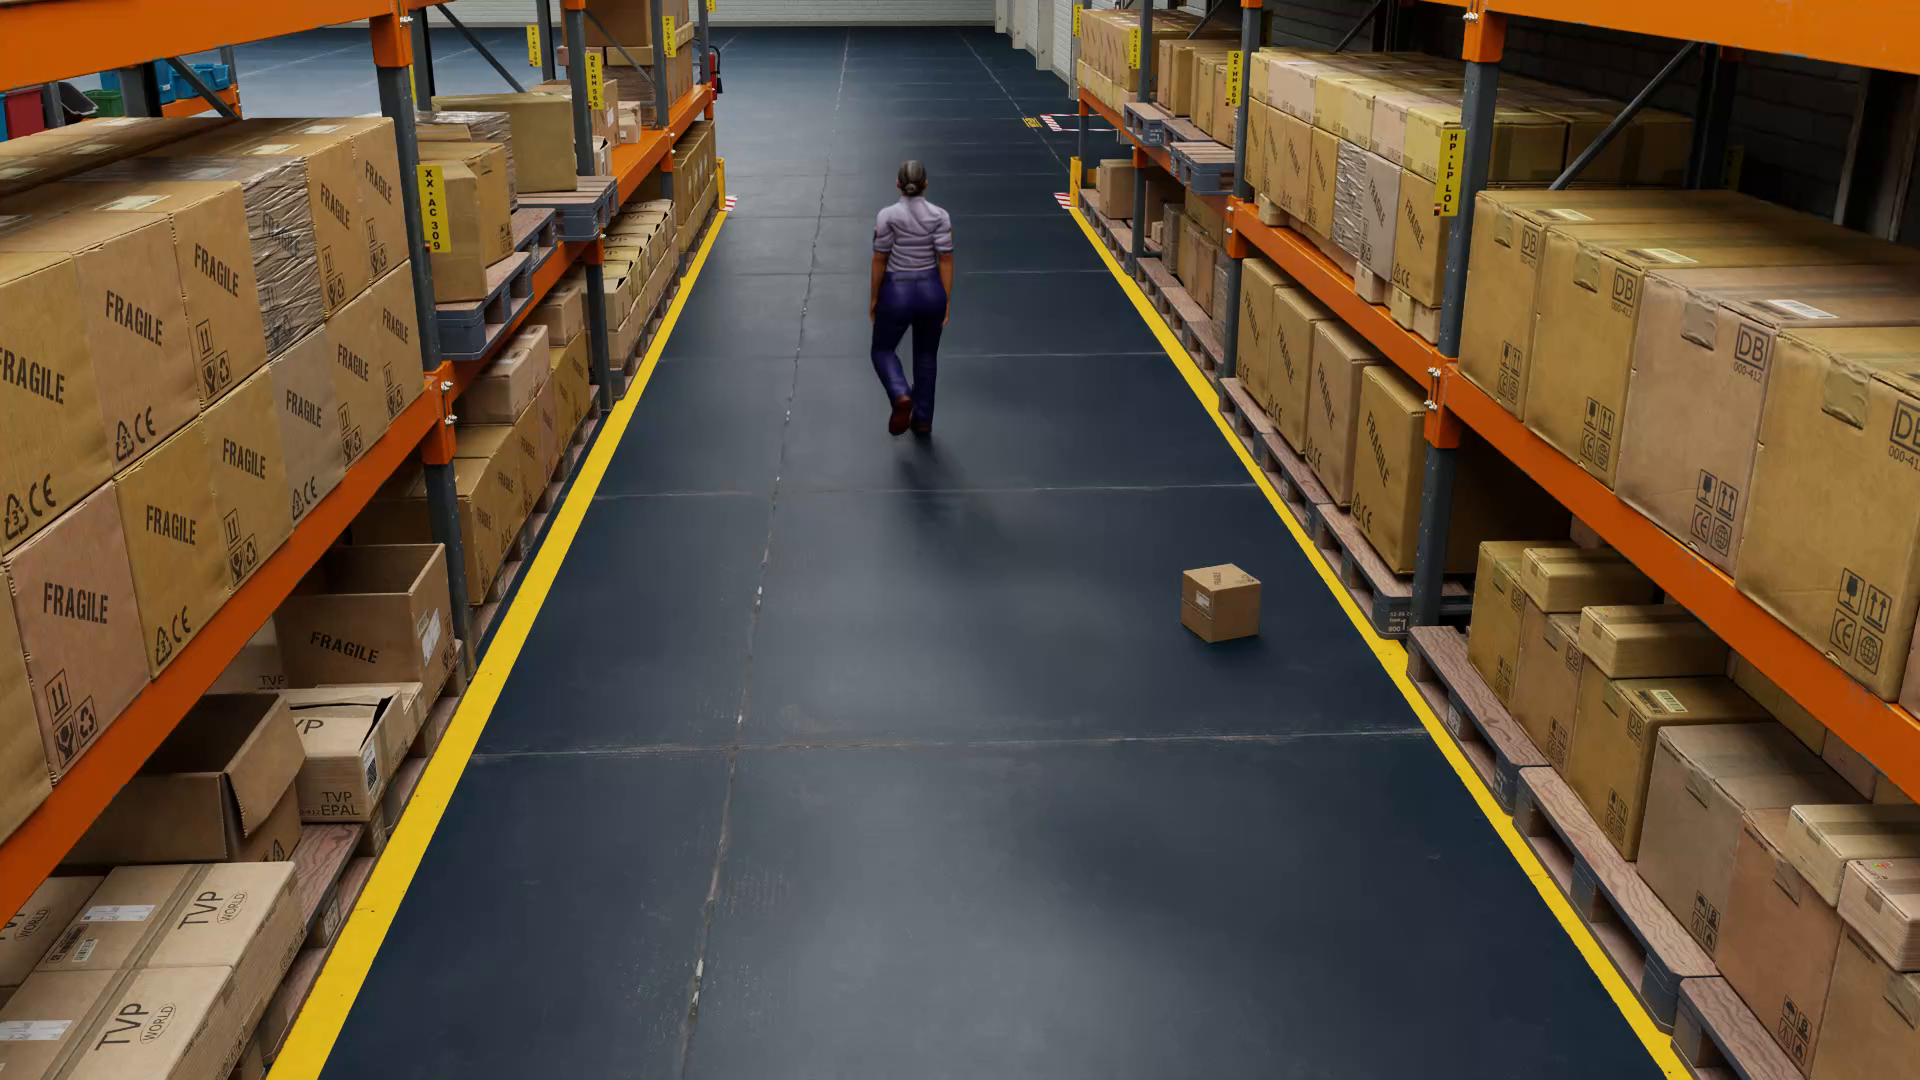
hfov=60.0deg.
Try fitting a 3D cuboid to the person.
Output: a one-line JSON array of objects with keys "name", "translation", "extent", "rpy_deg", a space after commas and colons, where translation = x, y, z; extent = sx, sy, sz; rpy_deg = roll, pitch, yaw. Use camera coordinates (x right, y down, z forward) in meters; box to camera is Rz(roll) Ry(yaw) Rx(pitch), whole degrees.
[{"name": "person", "translation": [-0.282, -1.405, 9.782], "extent": [0.490, 1.637, 0.558], "rpy_deg": [-5, 21, -12]}]
